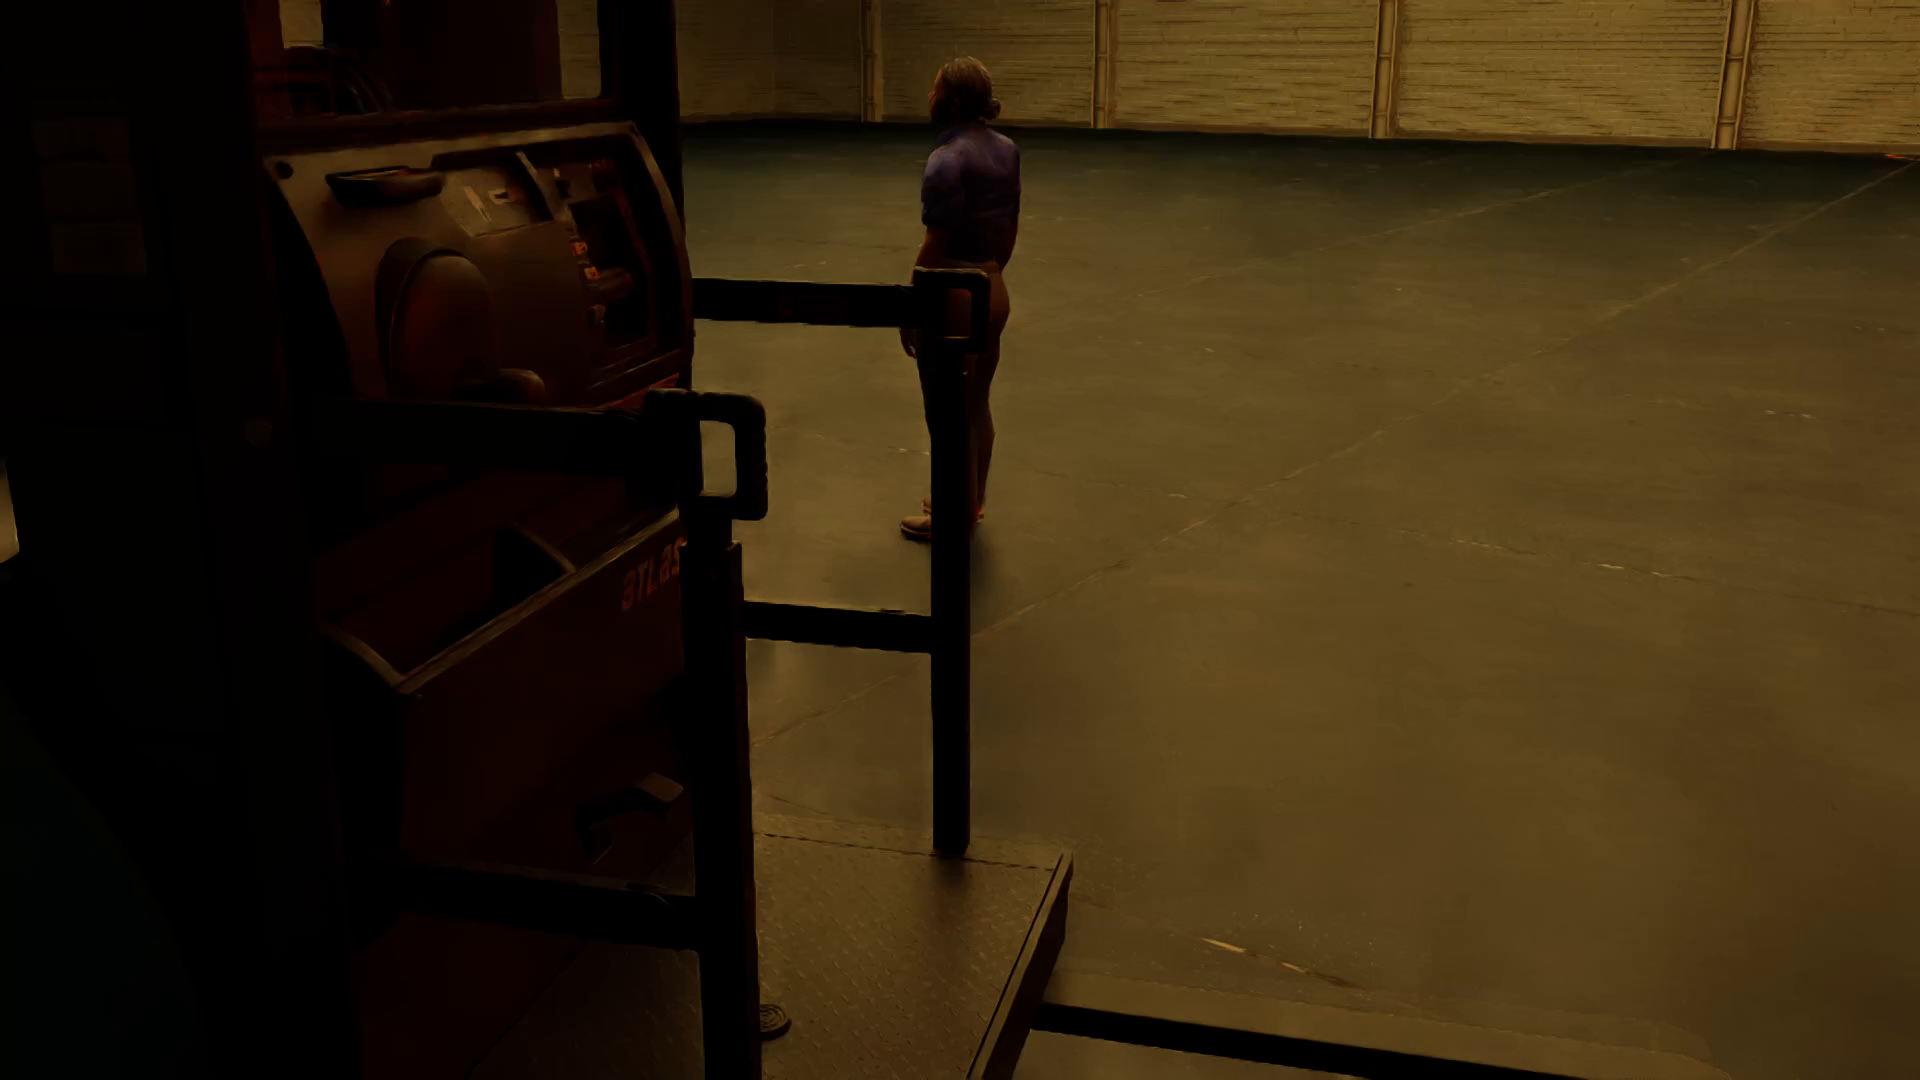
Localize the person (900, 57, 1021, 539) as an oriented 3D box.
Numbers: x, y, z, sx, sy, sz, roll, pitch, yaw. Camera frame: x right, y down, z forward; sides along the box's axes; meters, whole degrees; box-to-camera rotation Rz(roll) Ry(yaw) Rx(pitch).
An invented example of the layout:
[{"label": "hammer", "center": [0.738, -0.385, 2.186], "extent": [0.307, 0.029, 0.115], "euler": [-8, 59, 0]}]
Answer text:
[{"label": "person", "center": [-0.061, -0.818, 5.774], "extent": [0.503, 1.654, 0.568], "euler": [11, 20, 33]}]

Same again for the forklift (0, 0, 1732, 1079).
[{"label": "forklift", "center": [-0.395, -0.406, 2.190], "extent": [3.031, 2.935, 1.130], "euler": [4, 17, 14]}]
